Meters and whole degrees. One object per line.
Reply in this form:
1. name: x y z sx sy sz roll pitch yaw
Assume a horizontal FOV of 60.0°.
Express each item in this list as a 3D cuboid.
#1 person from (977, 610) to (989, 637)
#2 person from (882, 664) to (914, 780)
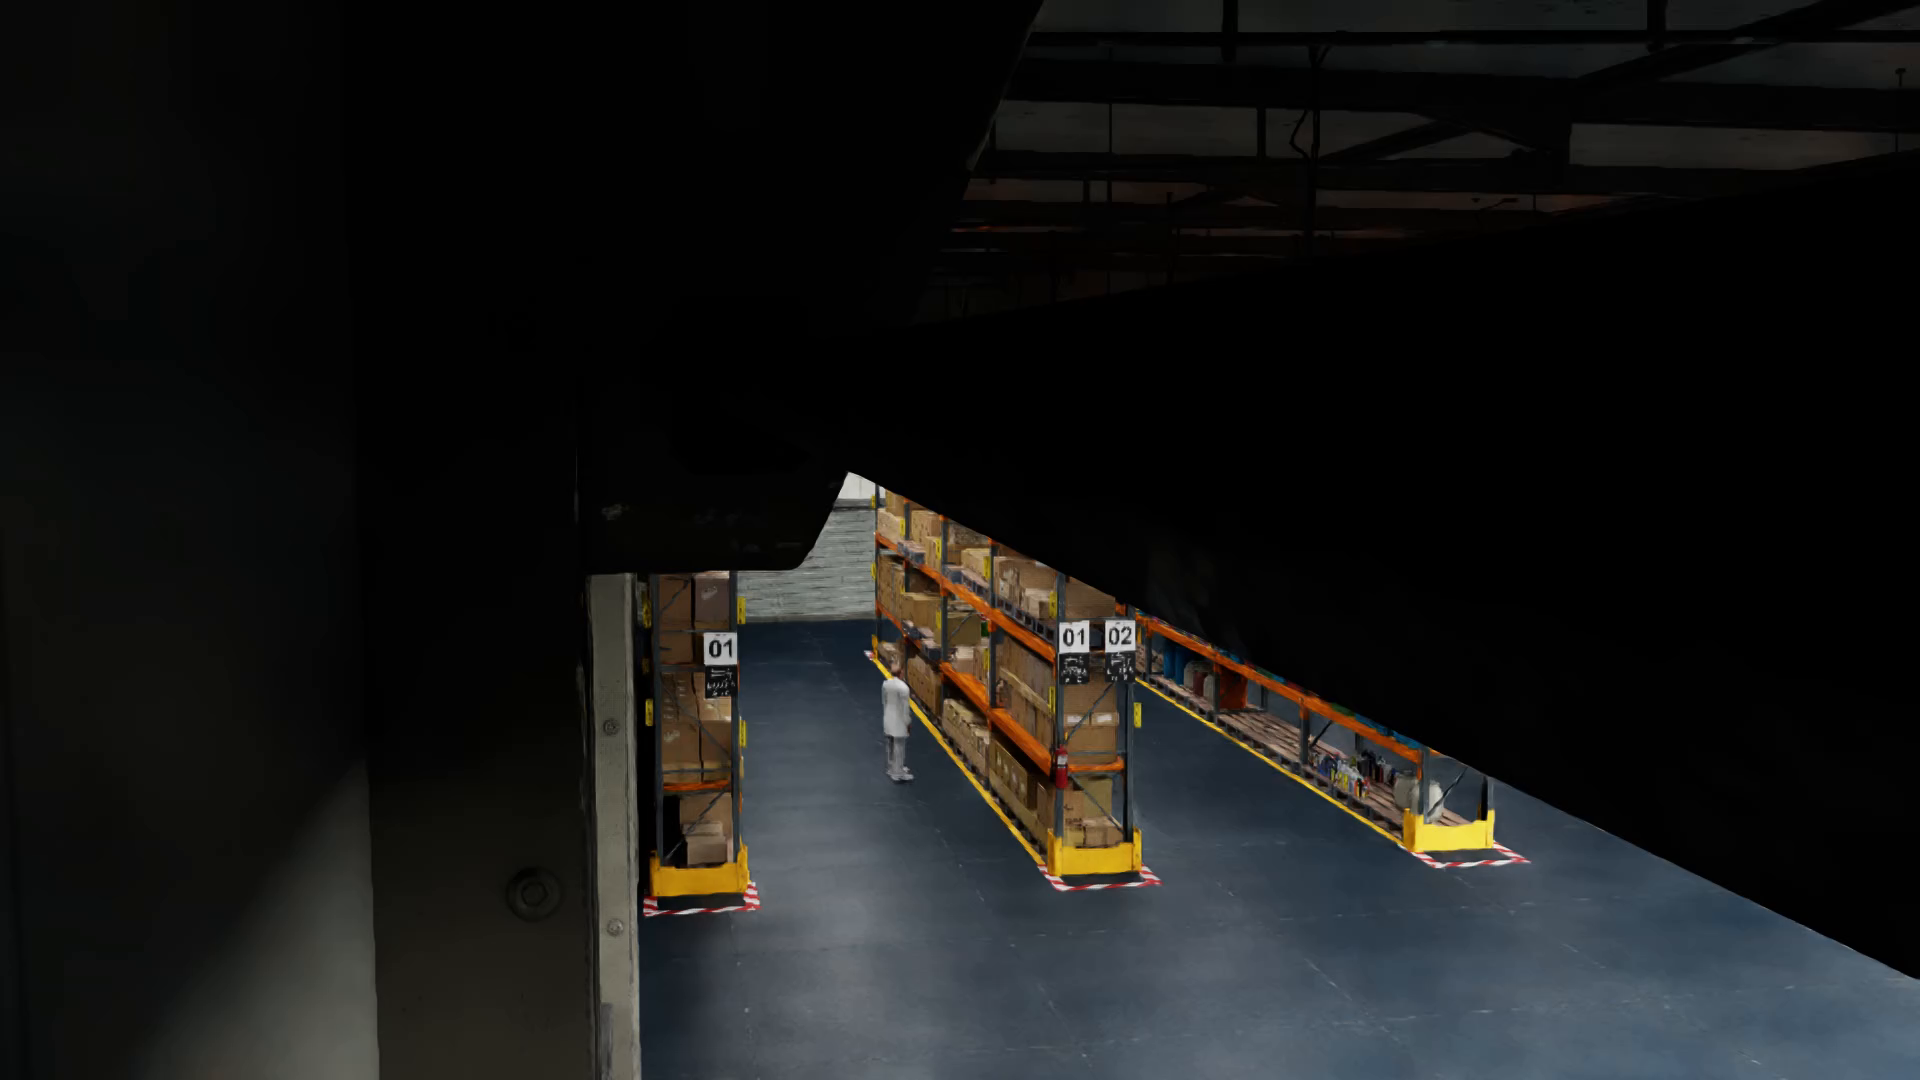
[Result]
1. person: 0.403 1.766 36.130 0.677 1.742 0.552 -1 6 -13
2. person: -0.943 2.788 25.747 0.515 1.785 0.638 -5 8 -42
